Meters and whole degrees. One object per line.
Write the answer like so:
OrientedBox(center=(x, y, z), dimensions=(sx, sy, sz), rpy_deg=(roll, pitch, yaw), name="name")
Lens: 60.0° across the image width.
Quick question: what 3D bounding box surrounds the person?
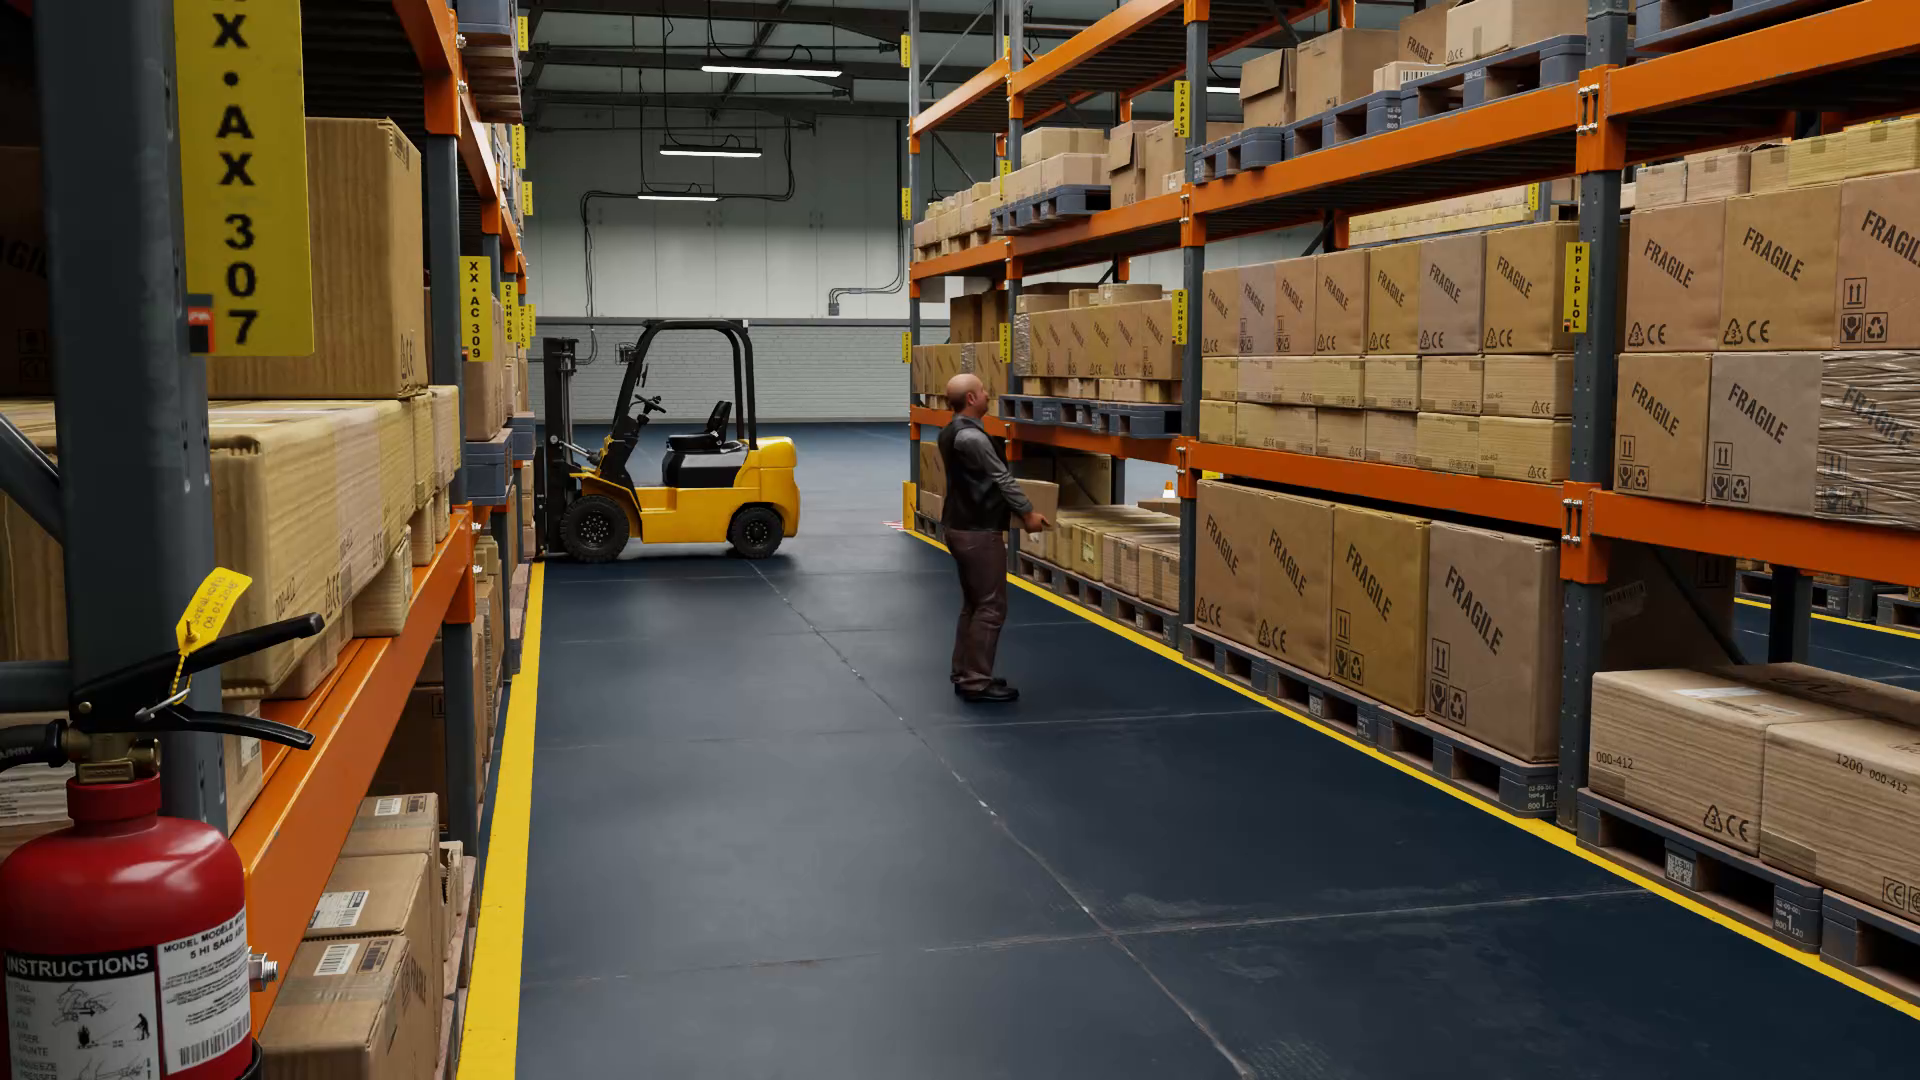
OrientedBox(center=(0.174, -0.023, 8.819), dimensions=(0.551, 1.711, 0.494), rpy_deg=(-1, 6, -14), name="person")
